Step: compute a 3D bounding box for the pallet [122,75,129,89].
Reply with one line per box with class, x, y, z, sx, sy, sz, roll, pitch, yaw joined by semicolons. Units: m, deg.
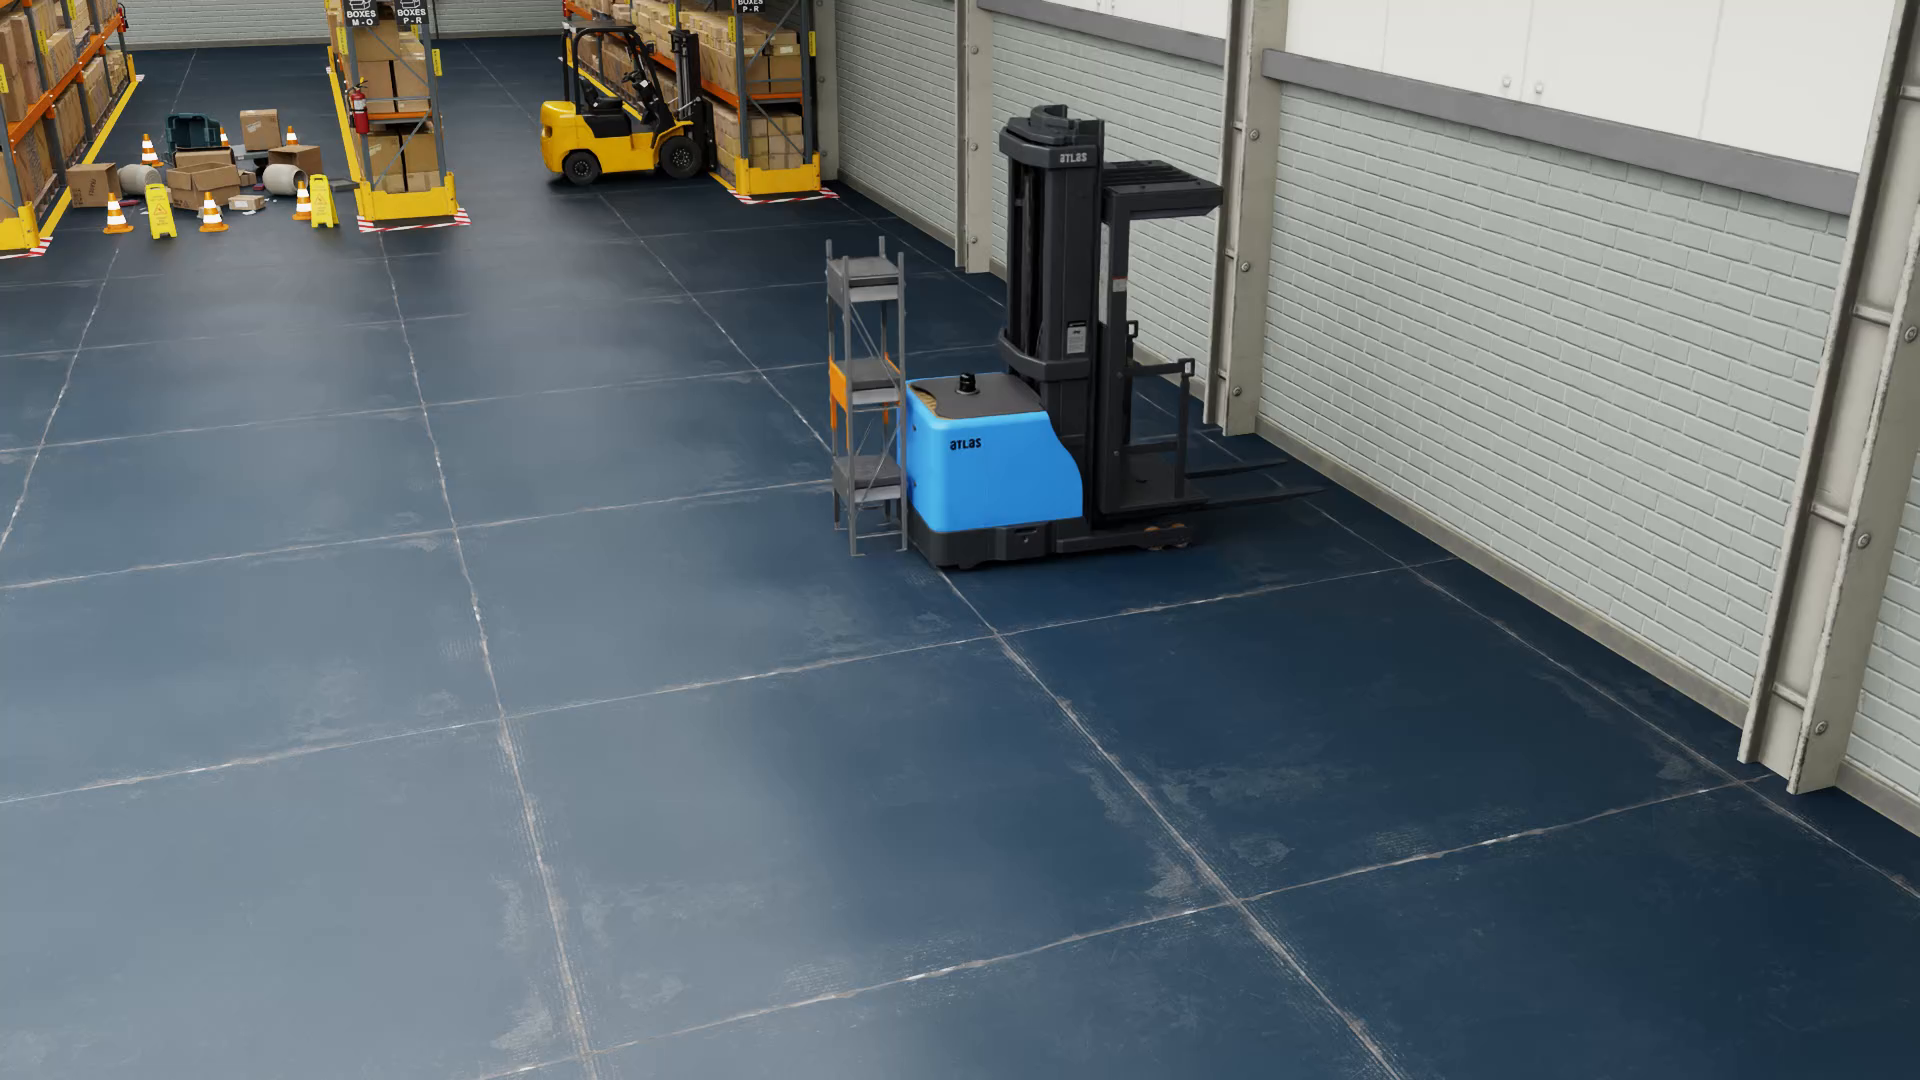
pallet;-17.170;-9.120;33.116;1.003;0.211;1.213;-8;24;-19

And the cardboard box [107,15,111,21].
cardboard box;-16.738;-10.163;32.325;0.380;0.149;0.250;-9;25;-21

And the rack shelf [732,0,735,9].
rack shelf;-3.267;-8.095;24.158;1.077;0.370;4.000;-8;24;-19

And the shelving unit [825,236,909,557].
shelving unit;-0.630;-0.963;11.332;0.431;2.100;0.503;-7;24;-16

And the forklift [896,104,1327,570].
forklift;1.118;-1.465;11.451;3.031;2.935;1.130;-7;24;-16

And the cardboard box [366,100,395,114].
cardboard box;-7.535;-5.626;21.559;0.380;0.149;0.250;-8;24;-17

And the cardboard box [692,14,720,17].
cardboard box;-3.864;-7.922;25.337;0.380;0.149;0.250;-9;24;-20

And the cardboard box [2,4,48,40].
cardboard box;-13.931;-7.613;24.534;0.700;0.500;0.500;-9;24;-20

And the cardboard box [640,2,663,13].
cardboard box;-5.340;-9.226;28.814;0.380;0.149;0.250;-8;24;-18

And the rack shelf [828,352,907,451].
rack shelf;-0.630;-0.951;11.337;0.431;0.518;0.480;-7;24;-16

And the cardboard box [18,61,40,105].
cardboard box;-12.854;-6.112;22.197;0.875;0.550;0.550;-8;24;-19

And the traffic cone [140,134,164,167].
traffic cone;-12.273;-5.898;25.148;0.336;0.463;0.334;-8;24;-19

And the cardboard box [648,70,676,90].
cardboard box;-4.941;-7.859;29.050;0.875;0.625;0.625;-8;24;-17

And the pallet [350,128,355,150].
pallet;-9.327;-6.530;26.971;1.003;0.211;1.213;-8;24;-19

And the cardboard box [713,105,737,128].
cardboard box;-3.389;-6.196;24.300;0.500;0.250;0.500;-8;24;-18

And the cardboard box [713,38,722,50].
cardboard box;-3.313;-7.124;23.825;0.380;0.149;0.250;-9;25;-21

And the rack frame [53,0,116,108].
rack frame;-16.038;-9.279;29.904;1.000;3.000;0.127;-8;24;-19

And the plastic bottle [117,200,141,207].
plastic bottle;-11.244;-4.559;22.489;0.283;0.061;0.133;-18;29;-37

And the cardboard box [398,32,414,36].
cardboard box;-8.227;-7.144;24.326;0.500;0.500;0.500;-9;24;-20

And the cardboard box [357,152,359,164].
cardboard box;-8.461;-5.571;24.105;0.500;0.250;0.500;-7;24;-16

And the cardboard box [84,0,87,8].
cardboard box;-15.713;-9.512;29.473;0.380;0.149;0.250;-7;24;-17

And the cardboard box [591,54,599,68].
cardboard box;-7.398;-9.903;34.363;0.396;0.266;0.258;-7;24;-17

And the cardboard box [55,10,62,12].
cardboard box;-14.879;-8.656;27.441;0.380;0.149;0.250;-9;25;-21

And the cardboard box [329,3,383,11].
cardboard box;-8.352;-7.168;23.095;0.700;0.500;0.500;-9;24;-20

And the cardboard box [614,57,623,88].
cardboard box;-6.293;-8.949;31.798;0.500;0.500;0.500;-9;25;-21

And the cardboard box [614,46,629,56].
cardboard box;-6.488;-9.476;32.213;0.380;0.149;0.250;-8;24;-19

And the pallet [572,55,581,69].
pallet;-7.904;-10.529;36.459;1.003;0.211;1.213;-8;24;-19

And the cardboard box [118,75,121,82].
cardboard box;-16.545;-8.988;32.344;0.380;0.149;0.250;-8;24;-18

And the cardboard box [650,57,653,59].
cardboard box;-5.658;-9.176;31.502;0.380;0.149;0.250;-9;24;-20

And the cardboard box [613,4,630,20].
cardboard box;-6.063;-9.688;30.525;0.500;0.250;0.500;-10;25;-21

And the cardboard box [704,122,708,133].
cardboard box;-3.568;-6.159;24.856;0.500;0.250;0.500;-8;24;-19

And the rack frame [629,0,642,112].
rack frame;-5.387;-9.224;29.773;1.000;3.000;0.127;-8;24;-19

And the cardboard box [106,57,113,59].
cardboard box;-16.613;-9.249;32.197;0.380;0.149;0.250;-9;25;-21

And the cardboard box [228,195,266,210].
cardboard box;-9.556;-4.520;22.283;0.380;0.149;0.250;4;23;9

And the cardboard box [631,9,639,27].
cardboard box;-5.482;-9.187;29.235;0.500;0.250;0.500;-8;24;-19

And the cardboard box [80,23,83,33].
cardboard box;-15.249;-8.767;28.471;0.380;0.149;0.250;-7;24;-17

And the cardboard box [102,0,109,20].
cardboard box;-16.303;-10.044;31.206;0.500;0.500;0.500;-9;24;-20

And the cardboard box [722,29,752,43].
cardboard box;-3.119;-7.077;23.333;0.380;0.149;0.250;-8;24;-18

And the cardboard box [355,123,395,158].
cardboard box;-8.089;-5.536;23.056;0.500;0.500;0.500;-9;24;-20

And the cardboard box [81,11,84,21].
cardboard box;-15.432;-9.092;28.859;0.380;0.149;0.250;-9;25;-21

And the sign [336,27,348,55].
sign;-7.730;-6.245;20.808;0.100;0.325;0.005;-8;24;-19

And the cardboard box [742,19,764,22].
cardboard box;-3.096;-7.612;24.602;0.380;0.149;0.250;-8;24;-17

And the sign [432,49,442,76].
sign;-6.696;-6.108;21.266;0.100;0.325;0.005;-8;24;-19

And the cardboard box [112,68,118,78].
cardboard box;-16.357;-8.937;31.839;0.380;0.149;0.250;-9;24;-19

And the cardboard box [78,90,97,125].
cardboard box;-14.636;-7.160;27.552;0.500;0.500;0.500;-9;25;-21

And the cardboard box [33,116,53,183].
cardboard box;-13.055;-5.349;22.773;0.875;0.875;0.875;-8;24;-18

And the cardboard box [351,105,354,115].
cardboard box;-8.391;-6.070;23.489;0.380;0.149;0.250;-7;24;-16

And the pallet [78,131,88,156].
pallet;-14.417;-6.244;26.293;1.003;0.211;1.213;-8;24;-19

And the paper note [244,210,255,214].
paper note;-9.399;-4.337;22.001;0.148;0.019;0.142;-18;29;-37

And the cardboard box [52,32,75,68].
cardboard box;-14.039;-7.564;25.705;0.500;0.500;0.500;-8;24;-19

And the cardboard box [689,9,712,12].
cardboard box;-4.298;-8.743;27.668;0.380;0.149;0.250;-9;24;-19

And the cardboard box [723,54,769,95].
cardboard box;-2.980;-6.506;23.196;0.500;0.500;0.500;-9;24;-20
